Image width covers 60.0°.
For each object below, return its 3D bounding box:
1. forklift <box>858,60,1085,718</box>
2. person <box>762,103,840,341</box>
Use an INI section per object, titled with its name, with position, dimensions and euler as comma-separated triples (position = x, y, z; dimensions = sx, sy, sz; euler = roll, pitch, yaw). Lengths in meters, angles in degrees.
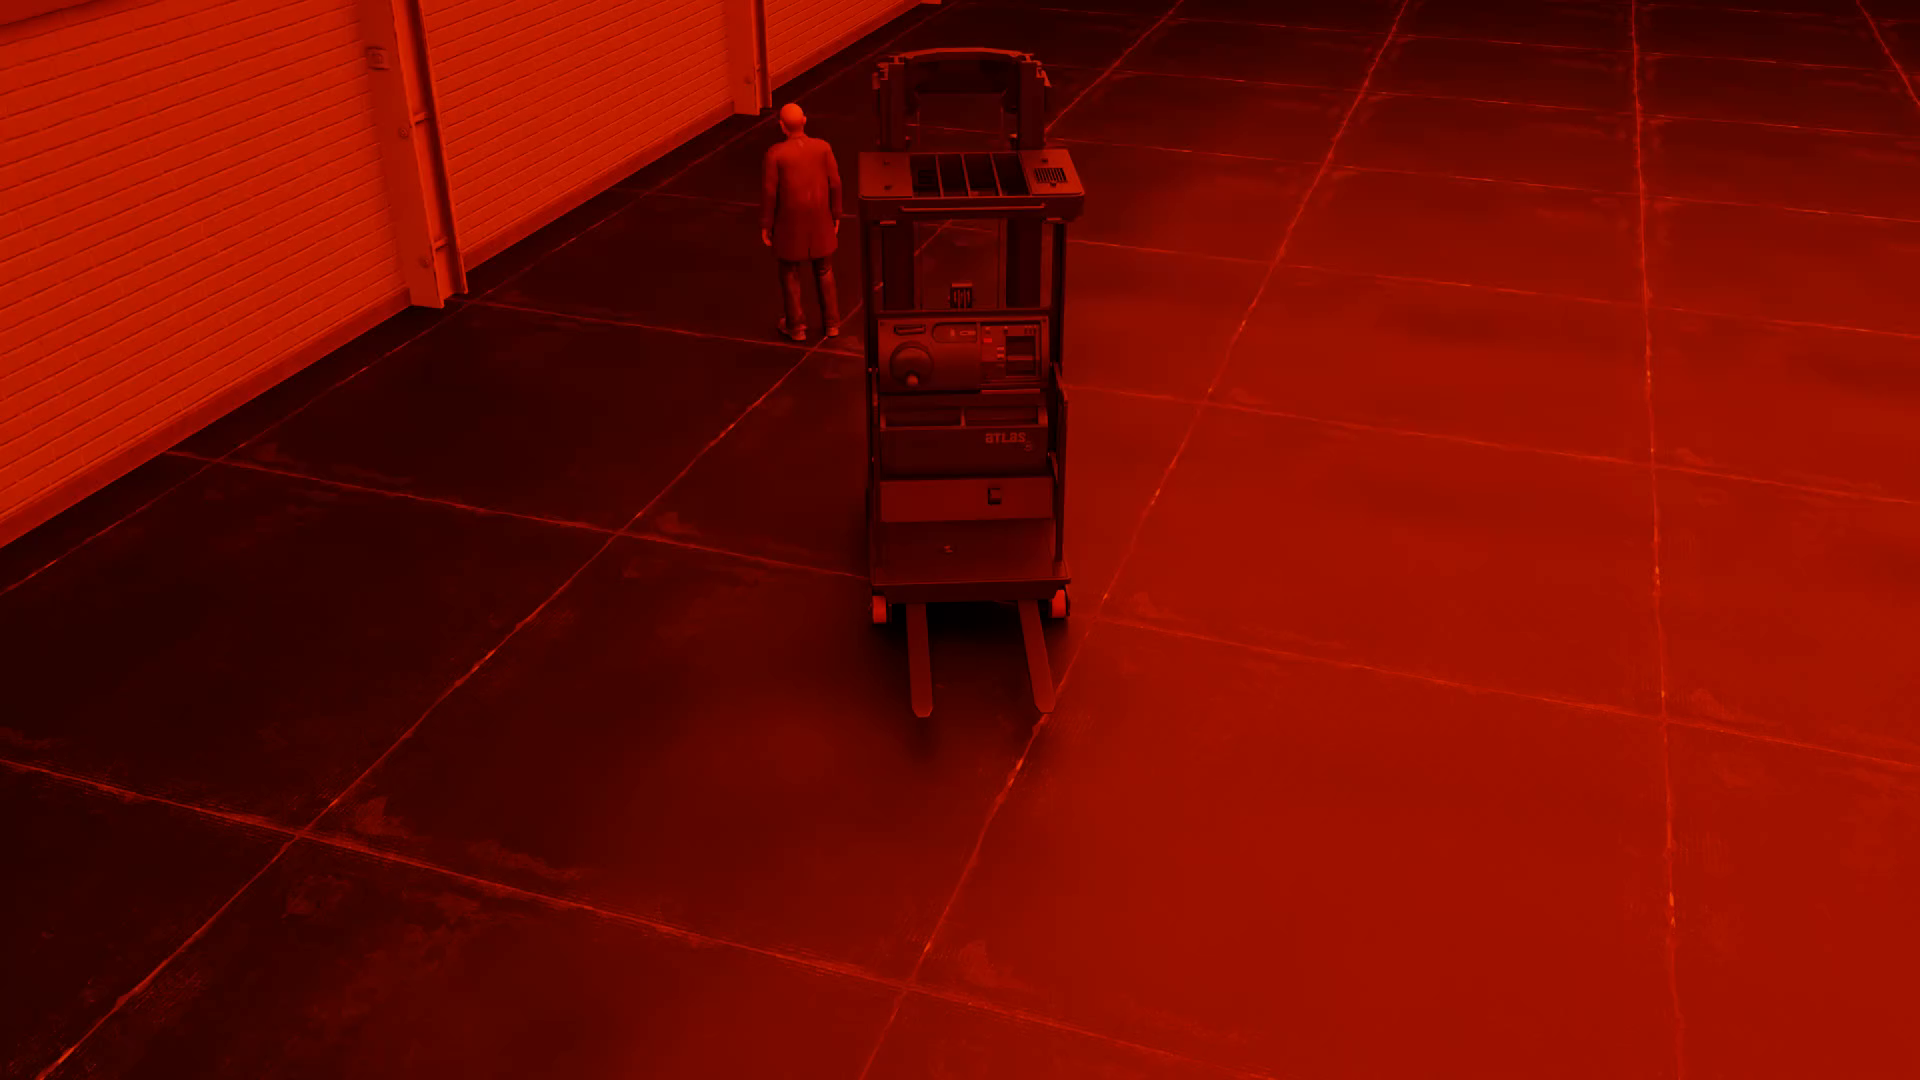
[forklift]
position = 0.035, -0.945, 8.858
dimensions = 1.129, 2.867, 3.031
euler = -2, 30, -3
[person]
position = -1.196, -2.389, 12.495
dimensions = 0.610, 1.774, 0.385
euler = -11, 31, -18
